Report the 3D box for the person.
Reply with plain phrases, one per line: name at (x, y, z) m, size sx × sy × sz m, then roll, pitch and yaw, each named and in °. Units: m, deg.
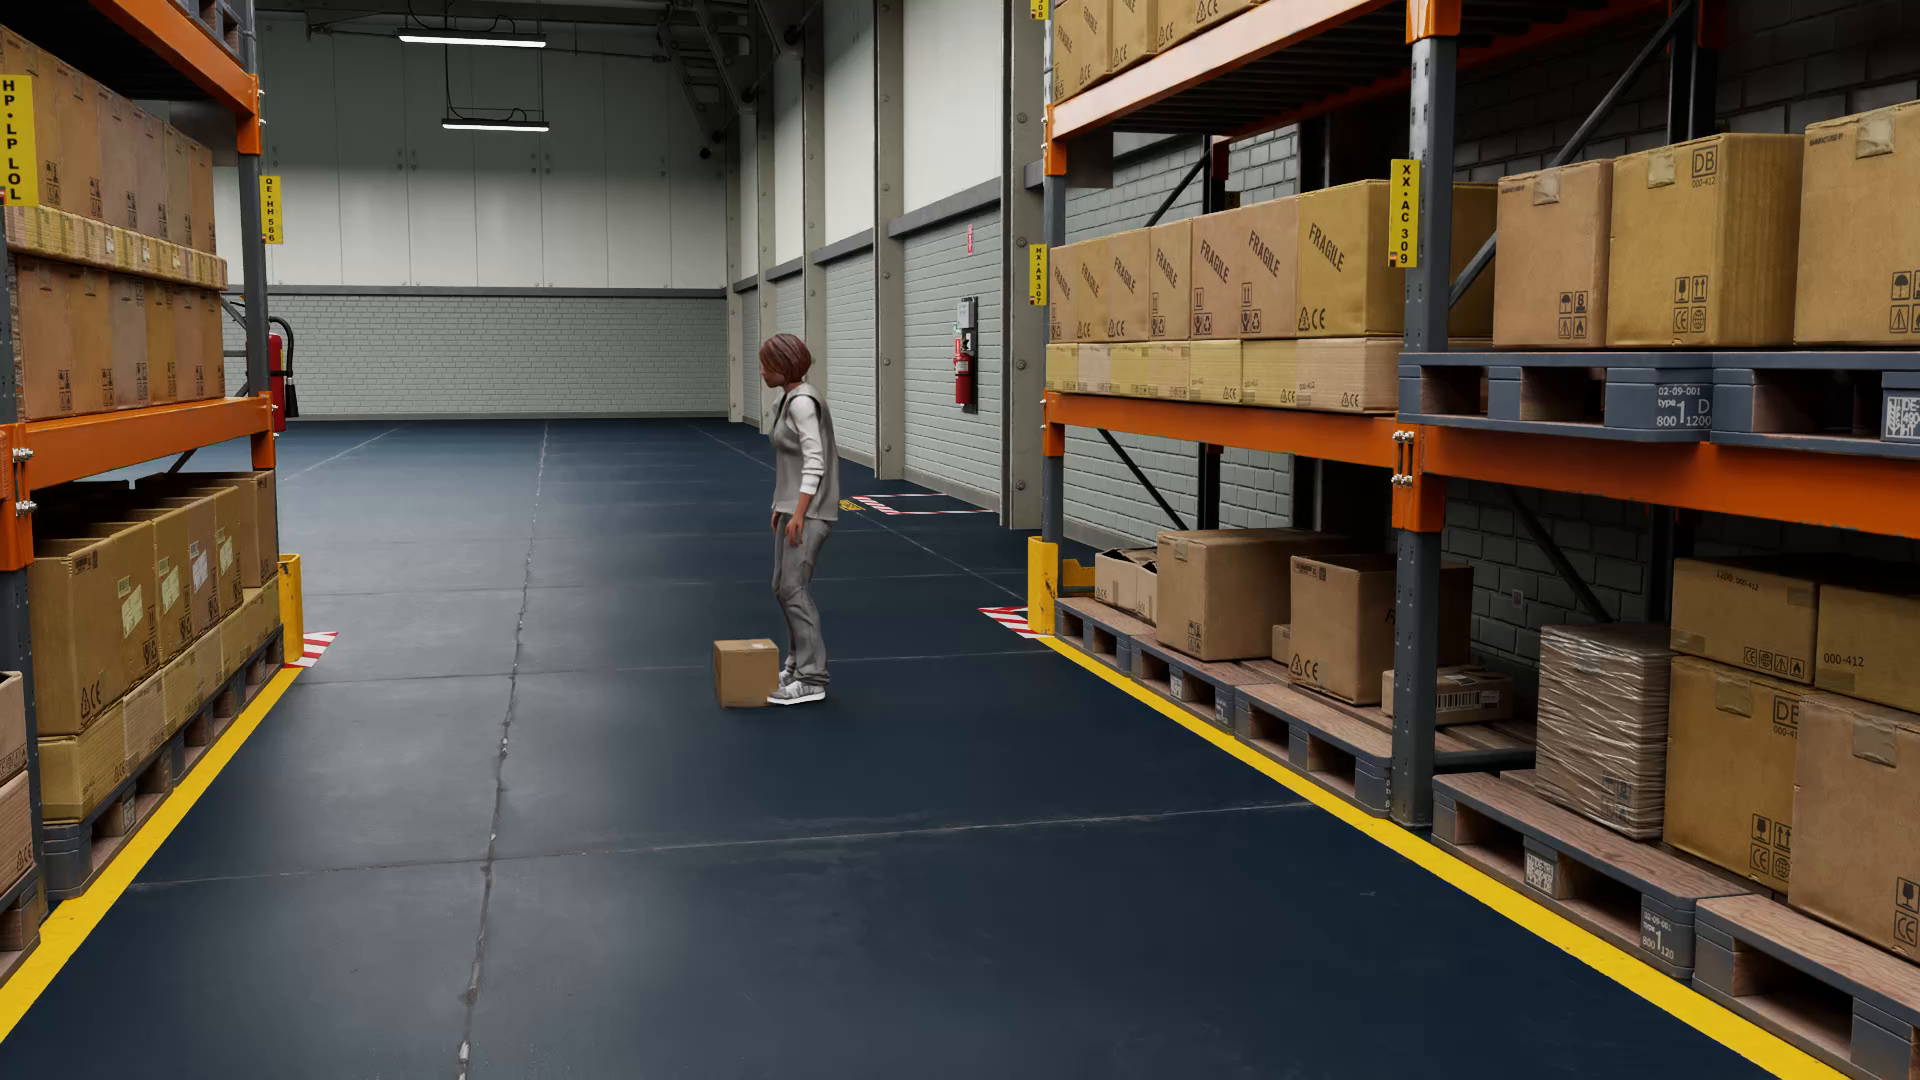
person at (-0.705, -0.090, 7.238) m, size 0.346 × 1.582 × 0.461 m, roll -2°, pitch 7°, yaw -16°
